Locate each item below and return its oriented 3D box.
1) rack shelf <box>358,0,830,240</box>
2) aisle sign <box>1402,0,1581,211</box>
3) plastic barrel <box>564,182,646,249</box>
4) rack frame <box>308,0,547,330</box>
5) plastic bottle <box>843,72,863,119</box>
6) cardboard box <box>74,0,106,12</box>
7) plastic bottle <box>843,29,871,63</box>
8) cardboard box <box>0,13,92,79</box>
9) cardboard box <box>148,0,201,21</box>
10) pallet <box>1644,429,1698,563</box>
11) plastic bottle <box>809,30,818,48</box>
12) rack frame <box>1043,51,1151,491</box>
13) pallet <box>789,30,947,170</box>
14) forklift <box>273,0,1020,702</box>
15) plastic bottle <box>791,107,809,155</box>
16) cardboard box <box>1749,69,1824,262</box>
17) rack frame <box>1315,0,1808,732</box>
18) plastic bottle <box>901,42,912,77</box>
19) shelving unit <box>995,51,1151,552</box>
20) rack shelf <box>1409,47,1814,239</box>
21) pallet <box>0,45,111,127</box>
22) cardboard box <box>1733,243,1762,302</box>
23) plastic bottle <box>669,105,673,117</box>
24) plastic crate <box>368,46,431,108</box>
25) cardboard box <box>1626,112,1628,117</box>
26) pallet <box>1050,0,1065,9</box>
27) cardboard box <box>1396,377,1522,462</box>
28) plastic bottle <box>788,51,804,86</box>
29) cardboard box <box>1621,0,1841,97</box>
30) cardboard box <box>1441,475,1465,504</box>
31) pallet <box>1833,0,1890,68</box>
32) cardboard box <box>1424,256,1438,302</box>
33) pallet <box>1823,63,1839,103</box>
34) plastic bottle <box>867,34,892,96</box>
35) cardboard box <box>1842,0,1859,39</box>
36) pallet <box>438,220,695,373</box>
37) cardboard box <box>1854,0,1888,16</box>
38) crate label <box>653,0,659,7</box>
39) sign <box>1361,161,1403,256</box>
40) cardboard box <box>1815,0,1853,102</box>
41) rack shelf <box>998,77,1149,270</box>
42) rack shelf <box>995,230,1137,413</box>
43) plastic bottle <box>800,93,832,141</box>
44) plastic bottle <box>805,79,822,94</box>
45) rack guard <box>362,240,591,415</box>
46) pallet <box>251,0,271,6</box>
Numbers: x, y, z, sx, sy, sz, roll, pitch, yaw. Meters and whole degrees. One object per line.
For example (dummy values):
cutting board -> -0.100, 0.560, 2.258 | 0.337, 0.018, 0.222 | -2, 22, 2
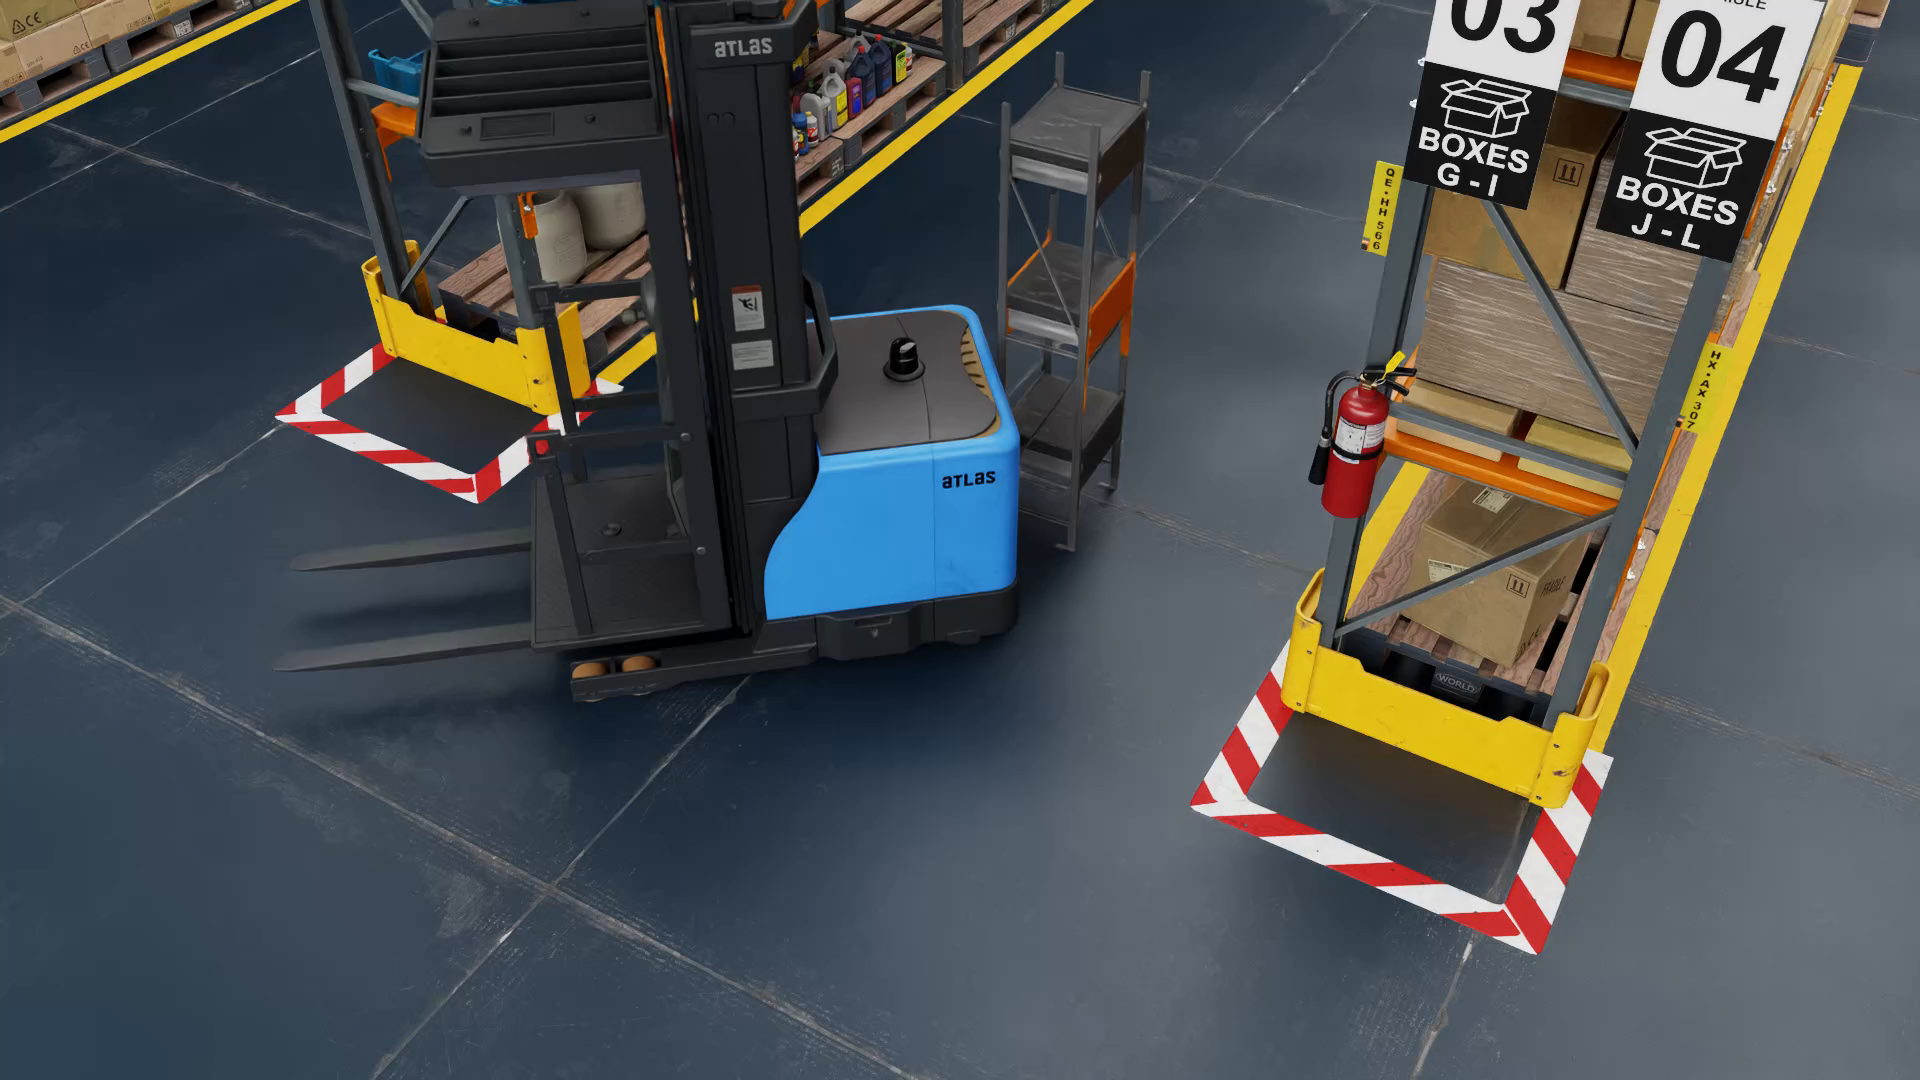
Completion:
rack shelf -> -1.441, -2.837, 9.061 | 1.077, 0.370, 4.000 | 21, 45, 22
aisle sign -> 1.555, -1.363, 4.877 | 0.394, 0.787, 0.004 | 21, 45, 22
plastic barrel -> -1.928, -1.875, 8.989 | 0.421, 0.512, 0.421 | 0, 41, 0
rack frame -> -2.442, -1.962, 7.524 | 1.000, 3.000, 0.127 | 21, 45, 22
plastic bottle -> -0.655, -2.716, 10.102 | 0.061, 0.283, 0.133 | 24, 47, 25
cardboard box -> -5.780, -3.820, 10.829 | 0.500, 0.500, 0.500 | 21, 45, 22
plastic bottle -> -0.638, -3.006, 10.380 | 0.144, 0.351, 0.185 | 21, 45, 22
cardboard box -> -6.021, -3.249, 10.748 | 0.500, 0.250, 0.500 | 21, 45, 22
cardboard box -> -5.516, -3.819, 11.395 | 0.500, 0.250, 0.500 | 21, 45, 22
pallet -> 2.933, -0.470, 7.939 | 1.003, 0.211, 1.213 | 21, 45, 22
plastic bottle -> -0.979, -3.355, 10.837 | 0.097, 0.271, 0.097 | 0, 41, 0
rack frame -> 0.560, -1.084, 7.208 | 0.400, 2.100, 0.015 | 19, 45, 20
pallet -> -0.813, -2.834, 10.624 | 1.003, 0.211, 1.213 | 21, 45, 22
forklift -> -1.320, -0.818, 6.277 | 3.031, 2.935, 1.130 | -7, 42, -8
plastic bottle -> -0.942, -2.407, 9.761 | 0.097, 0.271, 0.097 | 0, 41, 0
cardboard box -> 2.614, -1.357, 5.779 | 0.500, 0.500, 0.500 | 21, 45, 22
rack frame -> 1.846, -0.324, 5.664 | 1.000, 3.000, 0.127 | 21, 45, 22
plastic bottle -> -0.352, -3.055, 10.550 | 0.097, 0.201, 0.097 | 0, 41, 0
shelving unit -> 0.449, -0.941, 7.045 | 0.431, 2.100, 0.503 | 19, 45, 20
rack shelf -> 2.847, -2.324, 6.210 | 1.077, 0.370, 4.000 | 21, 45, 22
pallet -> -6.382, -3.007, 10.821 | 1.003, 0.211, 1.213 | 21, 45, 22
cardboard box -> 3.030, -1.140, 6.781 | 0.380, 0.149, 0.250 | 21, 45, 22
plastic bottle -> -1.753, -2.436, 9.790 | 0.152, 0.276, 0.135 | 21, 46, 22
plastic crate -> -2.451, -2.292, 8.011 | 0.499, 0.251, 0.616 | 21, 45, 22
cardboard box -> 2.153, -1.533, 5.979 | 0.500, 0.500, 0.500 | 21, 45, 22
pallet -> 0.529, -4.367, 12.365 | 1.003, 0.211, 1.213 | 21, 45, 22
cardboard box -> 1.810, -0.461, 6.010 | 0.380, 0.149, 0.250 | 21, 45, 22
plastic bottle -> -1.079, -3.050, 10.430 | 0.144, 0.351, 0.185 | 21, 45, 22
cardboard box -> 2.311, -1.584, 4.938 | 0.500, 0.250, 0.500 | 22, 46, 23
cardboard box -> 2.443, -0.249, 7.152 | 0.500, 0.500, 0.500 | -33, 51, -32
pallet -> 4.356, -2.930, 8.768 | 1.003, 0.211, 1.213 | 21, 45, 22
cardboard box -> 2.292, -1.105, 6.250 | 0.875, 0.500, 0.500 | 21, 45, 22
pallet -> 5.457, -3.409, 11.276 | 1.003, 0.211, 1.213 | 21, 45, 22
plastic bottle -> -0.513, -2.958, 10.326 | 0.144, 0.351, 0.185 | 20, 45, 21
cardboard box -> 3.612, -2.502, 7.080 | 0.500, 0.500, 0.500 | 21, 45, 22
pallet -> -2.034, -1.438, 9.038 | 1.003, 0.211, 1.213 | 21, 45, 22
cardboard box -> 4.367, -3.404, 8.390 | 1.000, 1.000, 1.000 | 21, 46, 22
crate label -> -1.755, -3.118, 8.810 | 0.502, 0.435, 0.616 | 21, 45, 22
sign -> 1.376, -1.072, 5.398 | 0.100, 0.325, 0.005 | 21, 45, 22
cardboard box -> 3.108, -1.932, 6.432 | 0.500, 0.500, 0.500 | 21, 45, 22
rack shelf -> 0.449, -1.456, 6.591 | 0.431, 0.518, 0.480 | 19, 45, 20
rack shelf -> 0.449, -0.930, 7.054 | 0.431, 0.518, 0.480 | 19, 45, 20
plastic bottle -> -0.856, -2.544, 9.912 | 0.152, 0.276, 0.135 | 22, 46, 23
plastic bottle -> -0.872, -2.657, 10.036 | 0.061, 0.283, 0.133 | 21, 45, 22
rack guard -> -2.445, -1.083, 8.417 | 1.175, 0.500, 0.348 | 21, 45, 22
pallet -> -5.161, -4.404, 12.406 | 1.003, 0.211, 1.213 | 21, 45, 22
